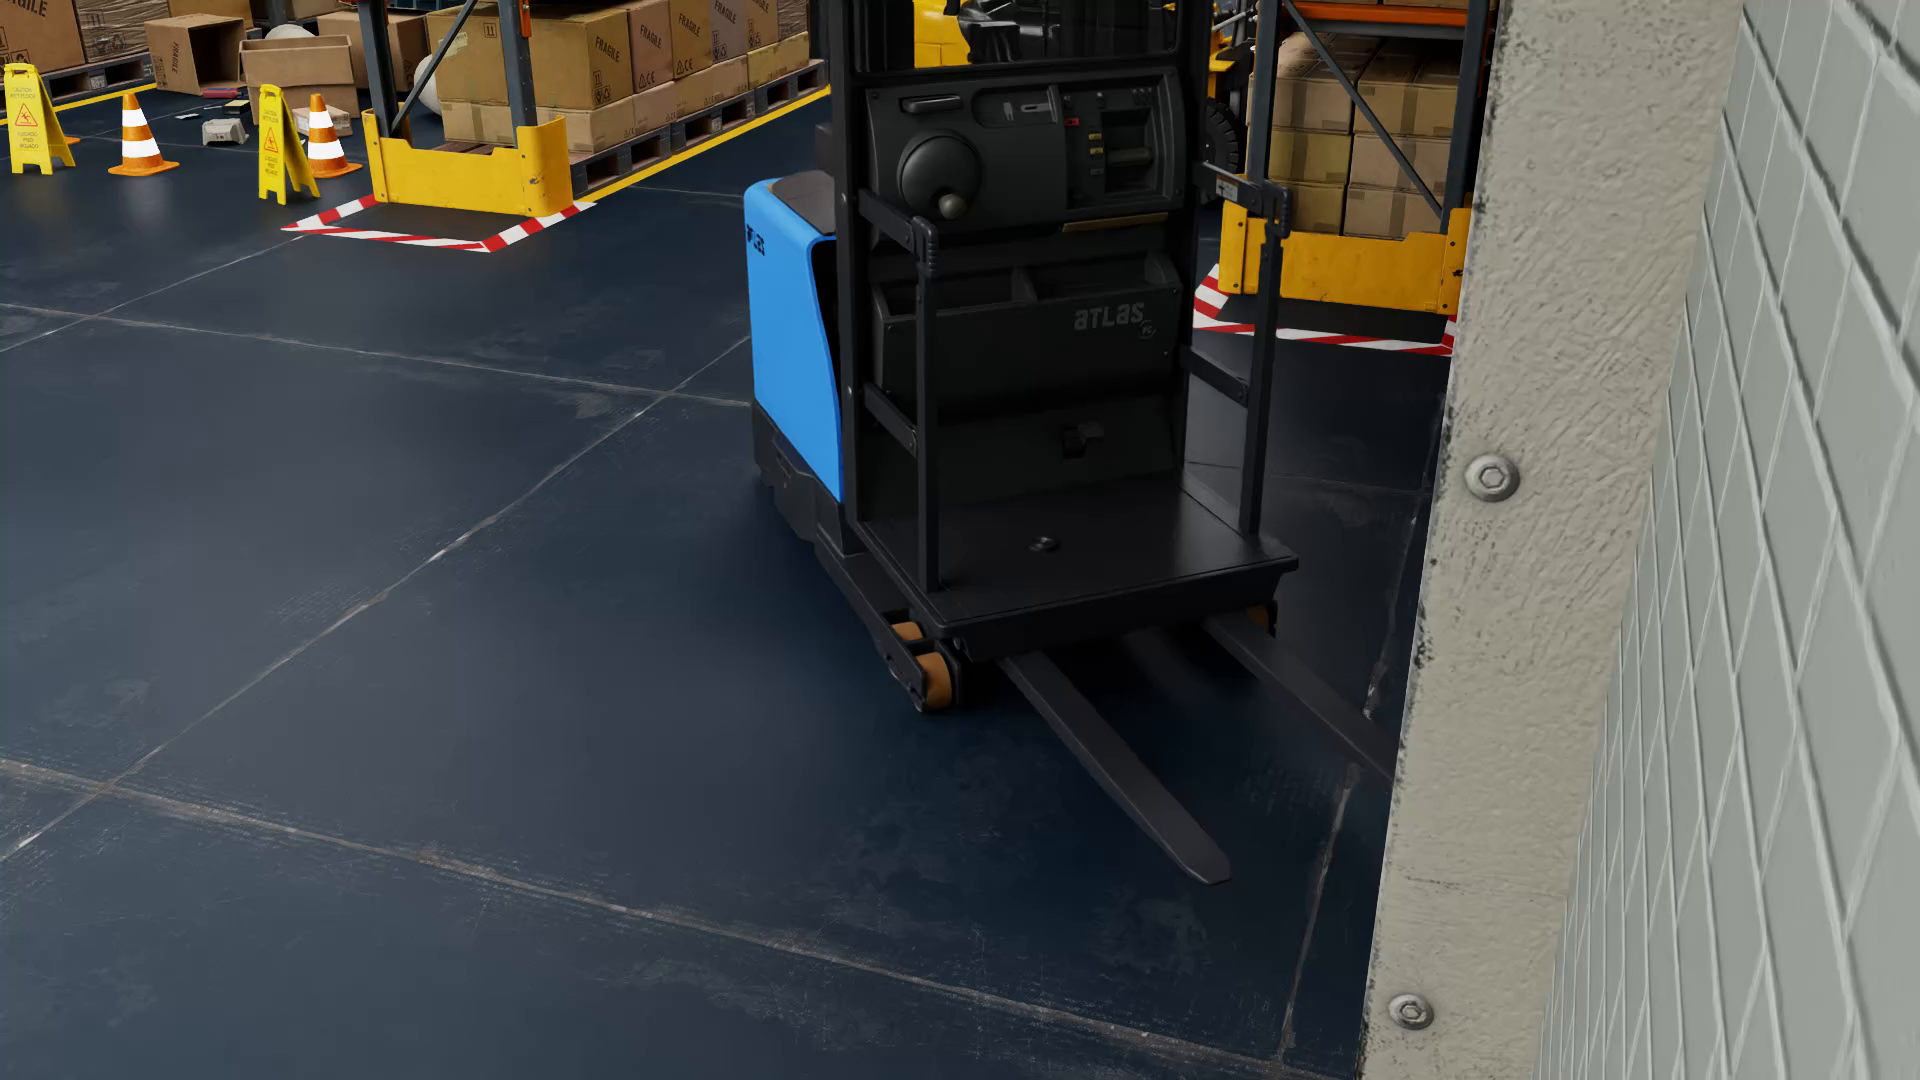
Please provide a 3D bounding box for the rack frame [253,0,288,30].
[{"bbox_3d":[-6.200,-5.588,13.666,1.000,3.000,0.127,9,27,17],"label":"rack frame"}]

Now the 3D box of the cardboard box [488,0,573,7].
[{"bbox_3d":[-2.639,-3.139,10.421,0.500,0.500,0.500,10,28,19],"label":"cardboard box"}]

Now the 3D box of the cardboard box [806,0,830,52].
[{"bbox_3d":[-1.326,-4.134,13.196,0.950,0.372,0.625,9,27,18],"label":"cardboard box"}]

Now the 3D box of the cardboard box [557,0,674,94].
[{"bbox_3d":[-2.123,-3.074,10.286,0.500,0.500,0.500,8,27,16],"label":"cardboard box"}]

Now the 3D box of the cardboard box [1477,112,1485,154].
[{"bbox_3d":[2.877,-2.502,9.965,0.500,0.250,0.500,9,27,18],"label":"cardboard box"}]

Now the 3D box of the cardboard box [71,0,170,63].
[{"bbox_3d":[-6.772,-4.202,12.758,0.875,0.875,0.875,9,27,18],"label":"cardboard box"}]

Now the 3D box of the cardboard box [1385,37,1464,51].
[{"bbox_3d":[2.530,-2.531,8.878,0.500,0.250,0.500,9,27,17],"label":"cardboard box"}]

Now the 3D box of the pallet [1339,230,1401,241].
[{"bbox_3d":[2.067,-1.615,8.660,1.003,0.211,1.213,9,27,17],"label":"pallet"}]

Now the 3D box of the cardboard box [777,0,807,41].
[{"bbox_3d":[-1.442,-3.919,12.031,0.500,0.500,0.500,8,27,17],"label":"cardboard box"}]

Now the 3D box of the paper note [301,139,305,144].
[{"bbox_3d":[-4.392,-2.609,10.920,0.148,0.019,0.142,0,26,-1],"label":"paper note"}]

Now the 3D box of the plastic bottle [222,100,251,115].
[{"bbox_3d":[-5.165,-3.106,11.911,0.133,0.061,0.283,0,26,-1],"label":"plastic bottle"}]

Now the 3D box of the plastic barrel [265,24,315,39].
[{"bbox_3d":[-5.131,-3.740,12.805,0.421,0.421,0.512,-14,29,-27],"label":"plastic barrel"}]

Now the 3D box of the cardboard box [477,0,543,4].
[{"bbox_3d":[-2.750,-3.377,10.167,0.380,0.149,0.250,10,27,19],"label":"cardboard box"}]

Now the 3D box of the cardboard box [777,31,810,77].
[{"bbox_3d":[-1.442,-3.581,12.195,0.500,0.250,0.500,10,28,20],"label":"cardboard box"}]

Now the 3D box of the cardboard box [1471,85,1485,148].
[{"bbox_3d":[2.544,-2.307,8.989,0.500,0.250,0.500,9,27,19],"label":"cardboard box"}]

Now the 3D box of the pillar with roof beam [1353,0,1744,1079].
[{"bbox_3d":[-3.122,-3.564,2.601,9.100,9.000,0.400,9,27,17],"label":"pillar with roof beam"}]

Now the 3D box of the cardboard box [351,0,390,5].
[{"bbox_3d":[-5.754,-5.429,15.436,1.050,0.750,0.750,9,27,17],"label":"cardboard box"}]

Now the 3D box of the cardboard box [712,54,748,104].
[{"bbox_3d":[-1.783,-3.153,11.309,0.500,0.250,0.500,9,27,18],"label":"cardboard box"}]

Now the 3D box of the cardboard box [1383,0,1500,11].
[{"bbox_3d":[2.279,-2.758,7.706,0.500,0.500,0.500,10,27,19],"label":"cardboard box"}]

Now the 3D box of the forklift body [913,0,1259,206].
[{"bbox_3d":[0.763,-3.212,9.732,2.313,2.155,1.214,9,27,17],"label":"forklift body"}]

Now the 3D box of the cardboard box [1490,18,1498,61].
[{"bbox_3d":[2.867,-2.948,9.740,0.500,0.250,0.500,9,27,18],"label":"cardboard box"}]

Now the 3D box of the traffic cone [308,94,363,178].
[{"bbox_3d":[-3.903,-2.490,10.178,0.336,0.463,0.334,9,27,17],"label":"traffic cone"}]

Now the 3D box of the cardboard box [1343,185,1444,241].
[{"bbox_3d":[2.200,-1.675,8.257,0.500,0.250,0.500,9,27,18],"label":"cardboard box"}]

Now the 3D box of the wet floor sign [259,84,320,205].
[{"bbox_3d":[-3.902,-2.286,9.546,0.267,0.644,0.232,20,32,35],"label":"wet floor sign"}]

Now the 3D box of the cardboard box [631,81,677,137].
[{"bbox_3d":[-2.124,-2.720,10.415,0.500,0.250,0.500,10,27,19],"label":"cardboard box"}]

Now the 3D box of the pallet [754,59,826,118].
[{"bbox_3d":[-1.689,-3.376,12.296,1.003,0.211,1.213,9,27,17],"label":"pallet"}]

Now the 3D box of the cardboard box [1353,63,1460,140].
[{"bbox_3d":[2.191,-2.121,8.032,0.500,0.250,0.500,8,27,17],"label":"cardboard box"}]

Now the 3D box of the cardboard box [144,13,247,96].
[{"bbox_3d":[-5.749,-3.678,12.585,0.500,0.500,0.500,14,29,26],"label":"cardboard box"}]

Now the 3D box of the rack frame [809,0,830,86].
[{"bbox_3d":[-1.499,-4.912,12.269,1.000,3.000,0.127,9,27,17],"label":"rack frame"}]

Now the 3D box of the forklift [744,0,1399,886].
[{"bbox_3d":[0.275,-1.051,4.375,1.130,2.935,3.031,-10,28,-20],"label":"forklift"}]

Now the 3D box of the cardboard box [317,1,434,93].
[{"bbox_3d":[-4.329,-3.680,12.434,0.797,0.637,0.503,9,27,17],"label":"cardboard box"}]

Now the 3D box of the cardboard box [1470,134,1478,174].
[{"bbox_3d":[2.552,-2.088,9.111,0.500,0.250,0.500,8,27,17],"label":"cardboard box"}]

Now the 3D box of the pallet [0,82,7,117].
[{"bbox_3d":[-7.339,-3.029,11.581,1.003,0.211,1.213,9,27,17],"label":"pallet"}]

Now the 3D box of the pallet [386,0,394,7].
[{"bbox_3d":[-5.610,-5.164,15.990,1.003,0.211,1.213,9,27,17],"label":"pallet"}]

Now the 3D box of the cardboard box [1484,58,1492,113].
[{"bbox_3d":[2.889,-2.719,9.839,0.500,0.250,0.500,9,27,17],"label":"cardboard box"}]

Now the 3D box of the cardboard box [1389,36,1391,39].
[{"bbox_3d":[2.210,-2.812,9.459,0.500,0.250,0.500,8,27,16],"label":"cardboard box"}]

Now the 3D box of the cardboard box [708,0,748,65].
[{"bbox_3d":[-1.779,-3.500,11.165,0.500,0.500,0.500,10,28,20],"label":"cardboard box"}]

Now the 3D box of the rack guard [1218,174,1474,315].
[{"bbox_3d":[1.844,-1.415,7.915,1.175,0.500,0.348,9,27,17],"label":"rack guard"}]

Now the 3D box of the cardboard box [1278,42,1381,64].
[{"bbox_3d":[1.876,-2.396,8.600,0.500,0.250,0.500,9,27,18],"label":"cardboard box"}]

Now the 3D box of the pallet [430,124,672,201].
[{"bbox_3d":[-2.501,-2.373,10.225,1.003,0.211,1.213,9,27,17],"label":"pallet"}]

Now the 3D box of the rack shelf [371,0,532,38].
[{"bbox_3d":[-2.164,-3.766,10.728,1.077,0.370,4.000,9,27,17],"label":"rack shelf"}]

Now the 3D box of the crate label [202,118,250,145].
[{"bbox_3d":[-4.860,-2.697,10.979,0.250,0.136,0.298,-5,26,-9],"label":"crate label"}]

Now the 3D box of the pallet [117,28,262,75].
[{"bbox_3d":[-6.527,-4.032,13.652,1.003,0.211,1.213,9,27,17],"label":"pallet"}]
